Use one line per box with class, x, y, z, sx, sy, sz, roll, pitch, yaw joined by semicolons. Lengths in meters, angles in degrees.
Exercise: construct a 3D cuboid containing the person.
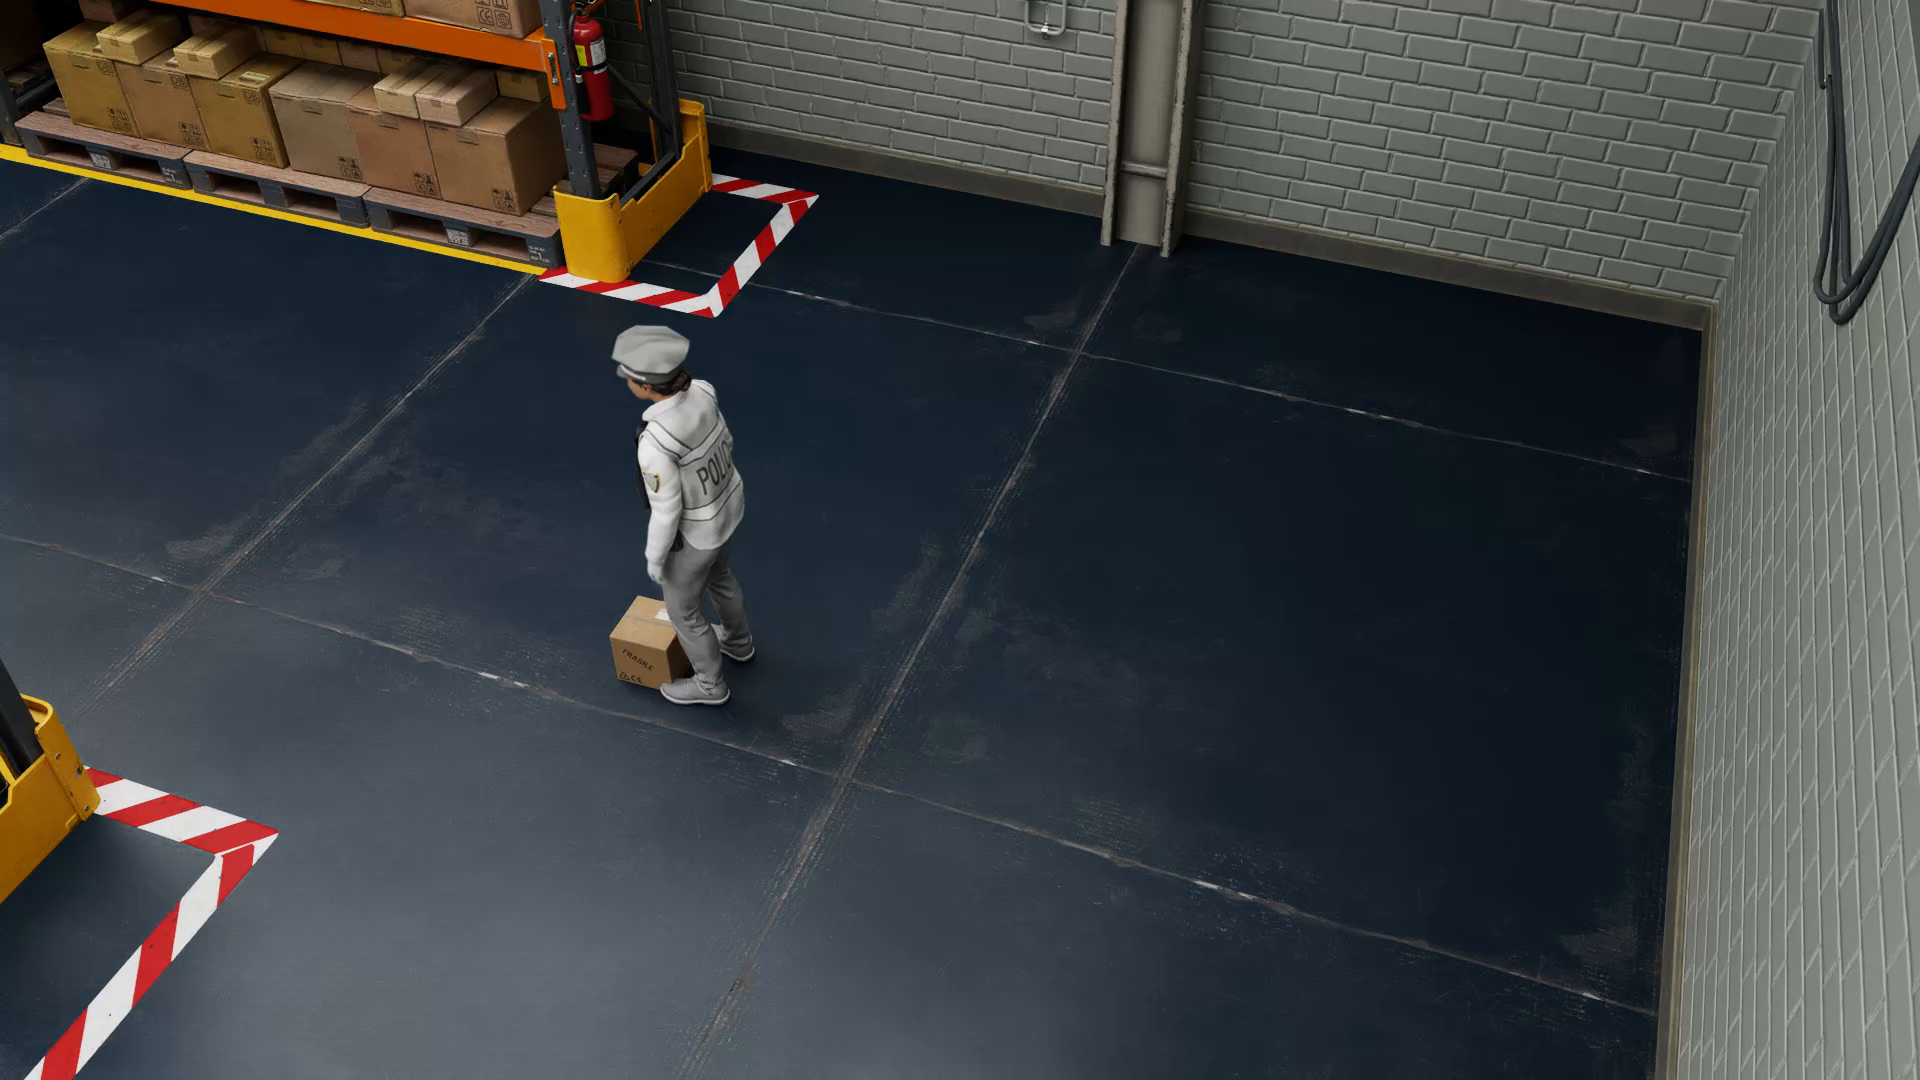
person;-1.005;-0.058;6.221;0.371;1.663;0.530;14;44;15
